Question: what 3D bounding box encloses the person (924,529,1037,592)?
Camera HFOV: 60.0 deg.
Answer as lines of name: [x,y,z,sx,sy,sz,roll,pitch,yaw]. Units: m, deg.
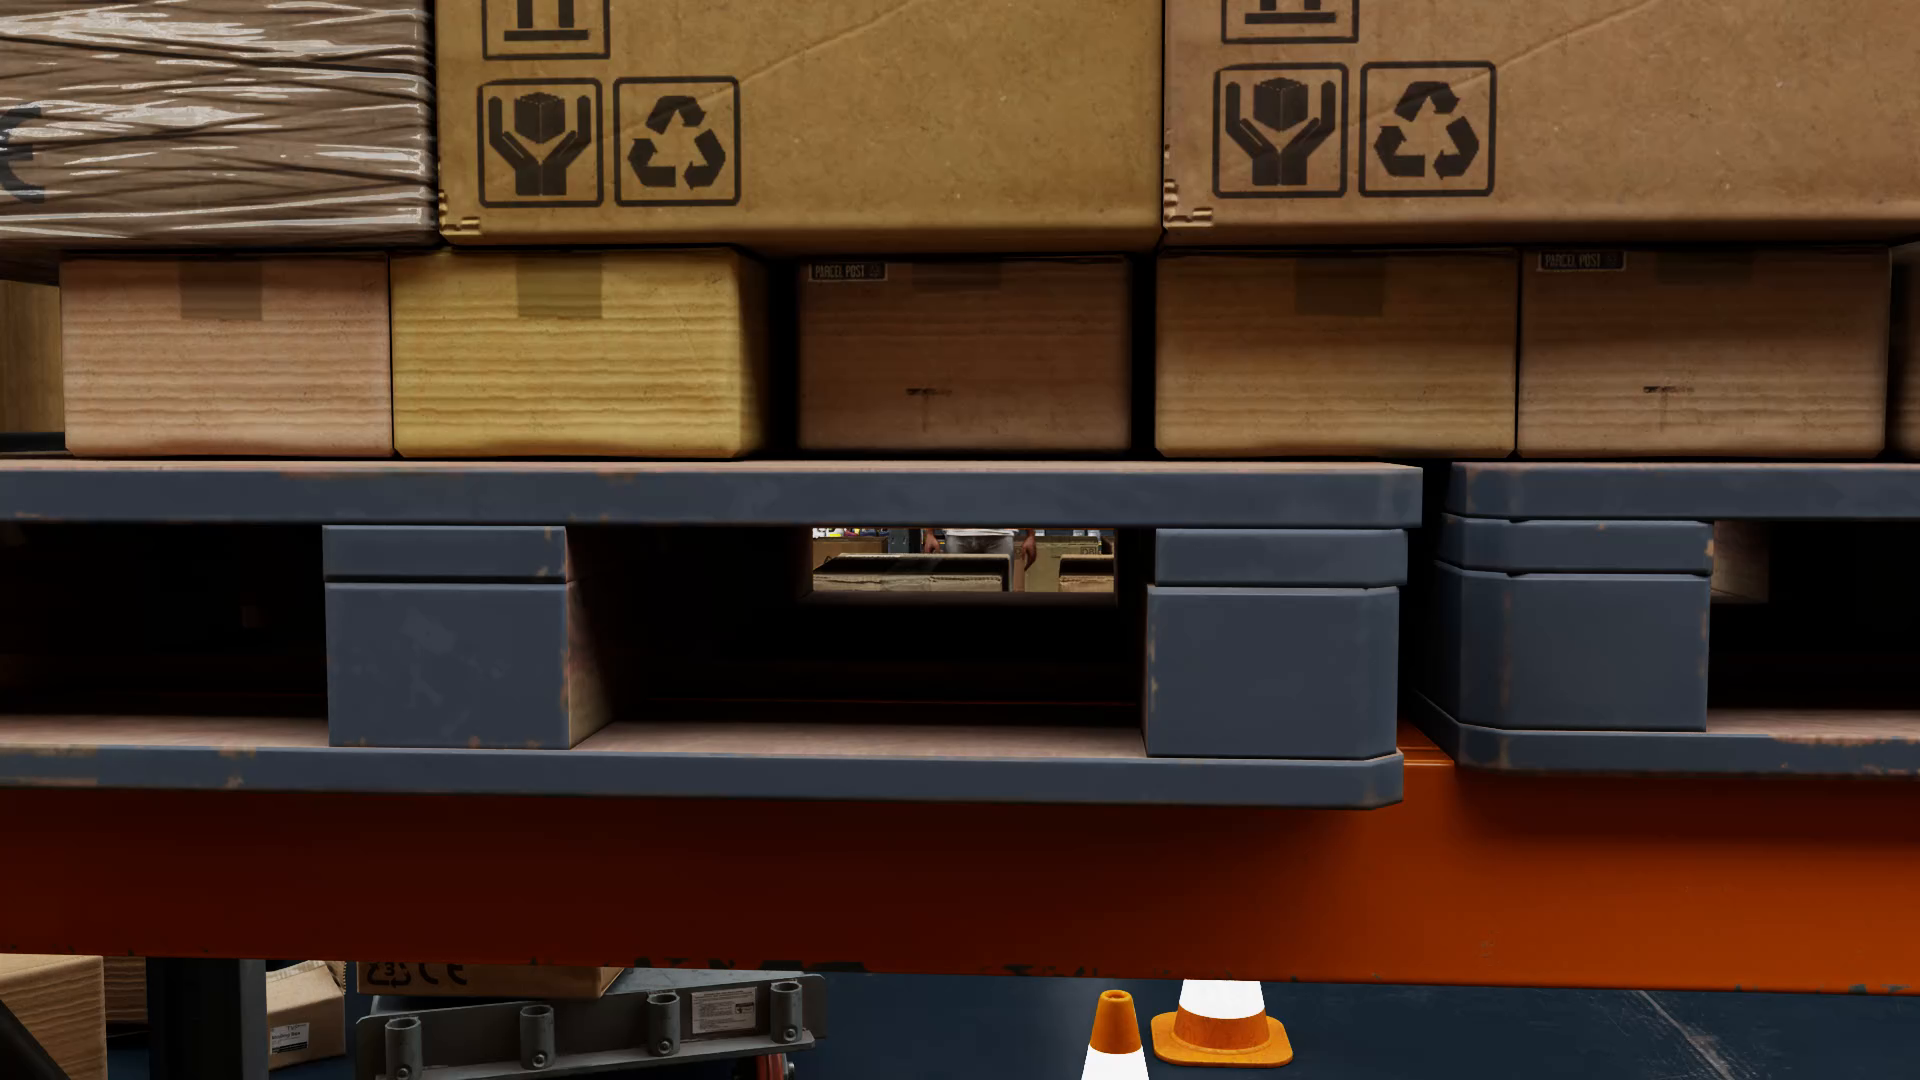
person: [0.115,-0.006,9.323,0.636,1.761,0.454,0,4,1]
